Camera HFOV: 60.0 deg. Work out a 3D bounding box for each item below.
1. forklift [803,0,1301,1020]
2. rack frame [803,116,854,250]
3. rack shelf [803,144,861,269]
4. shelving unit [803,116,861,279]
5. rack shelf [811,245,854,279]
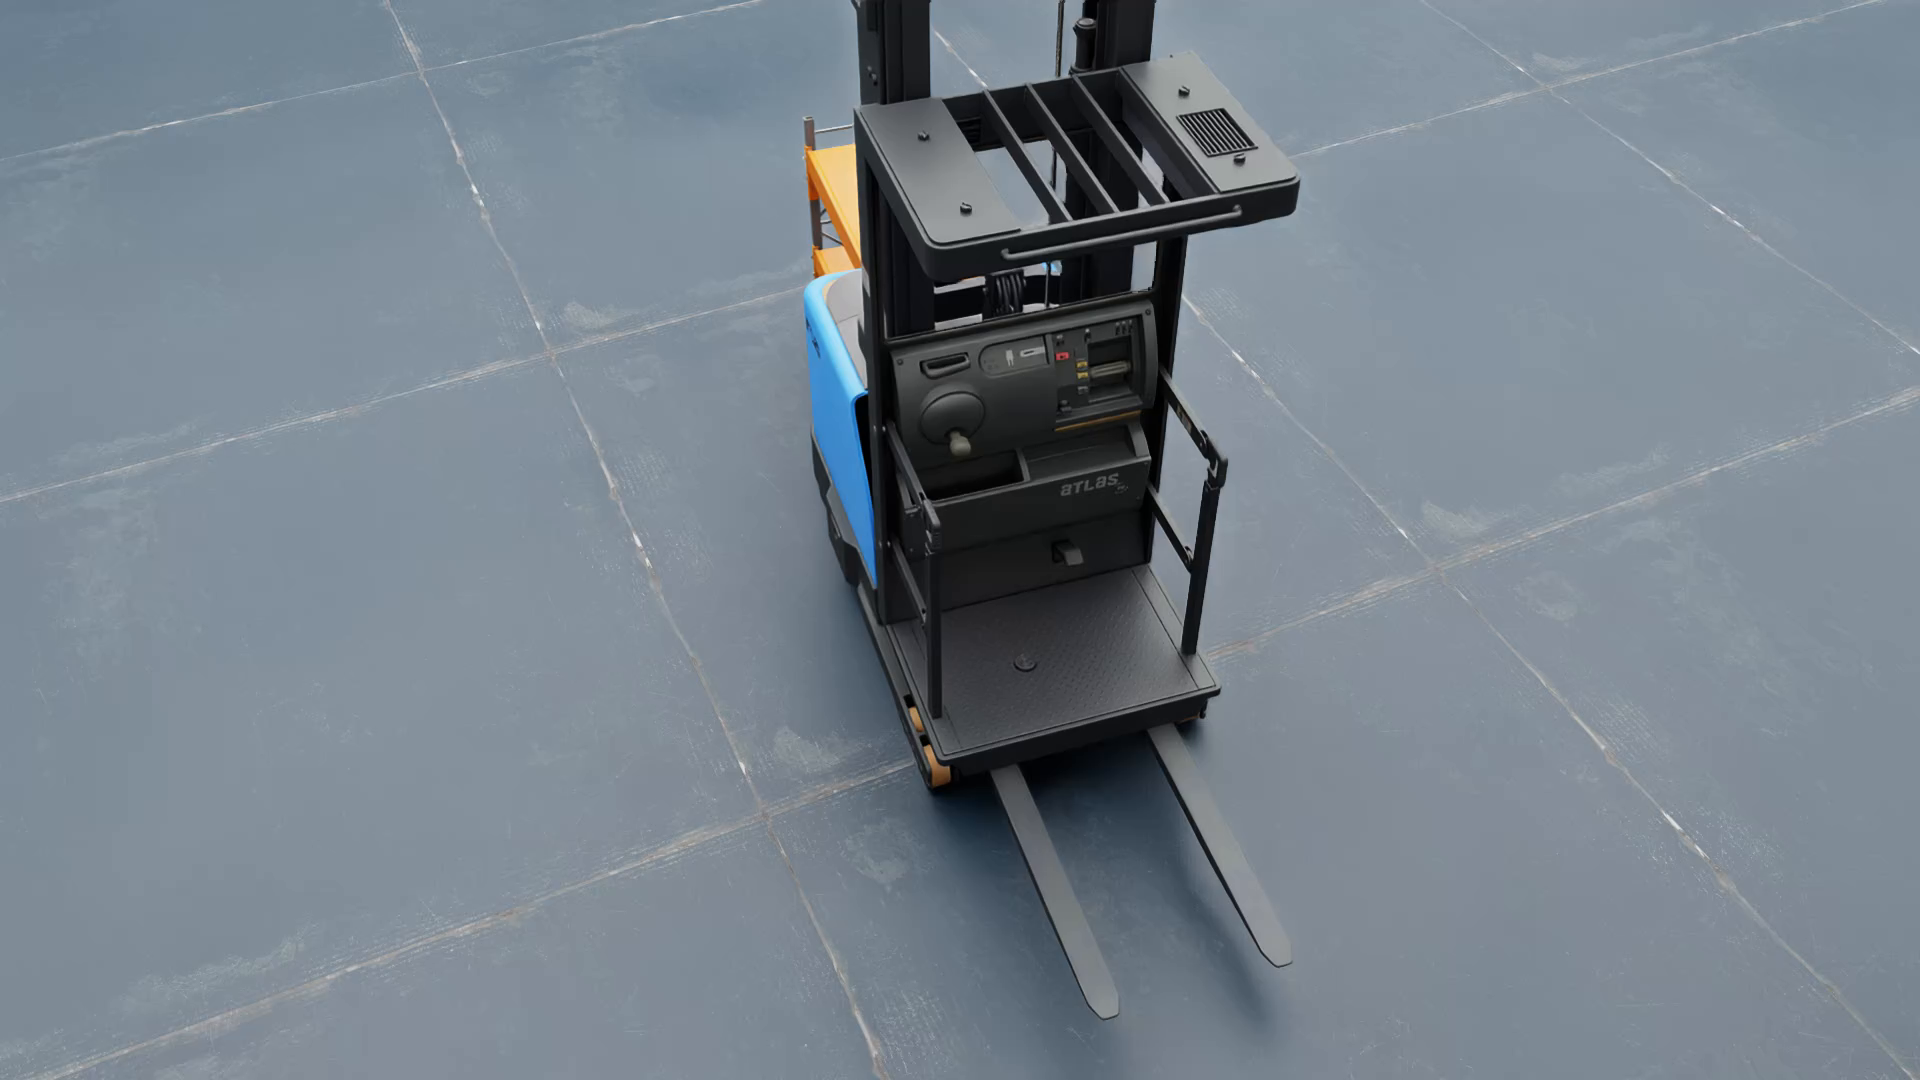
[{"bbox_3d":[0.298,-0.449,5.487,1.130,2.935,3.031,-13,46,-13],"label":"forklift"},{"bbox_3d":[-0.460,-1.534,7.873,0.500,1.125,0.032,-13,46,-13],"label":"rack frame"},{"bbox_3d":[-0.302,-1.403,7.323,0.538,0.278,1.000,-13,46,-13],"label":"rack shelf"},{"bbox_3d":[-0.302,-1.195,7.529,0.538,1.125,1.048,-13,46,-13],"label":"shelving unit"},{"bbox_3d":[-0.302,-1.021,7.701,0.538,0.278,1.000,-13,46,-13],"label":"rack shelf"}]
